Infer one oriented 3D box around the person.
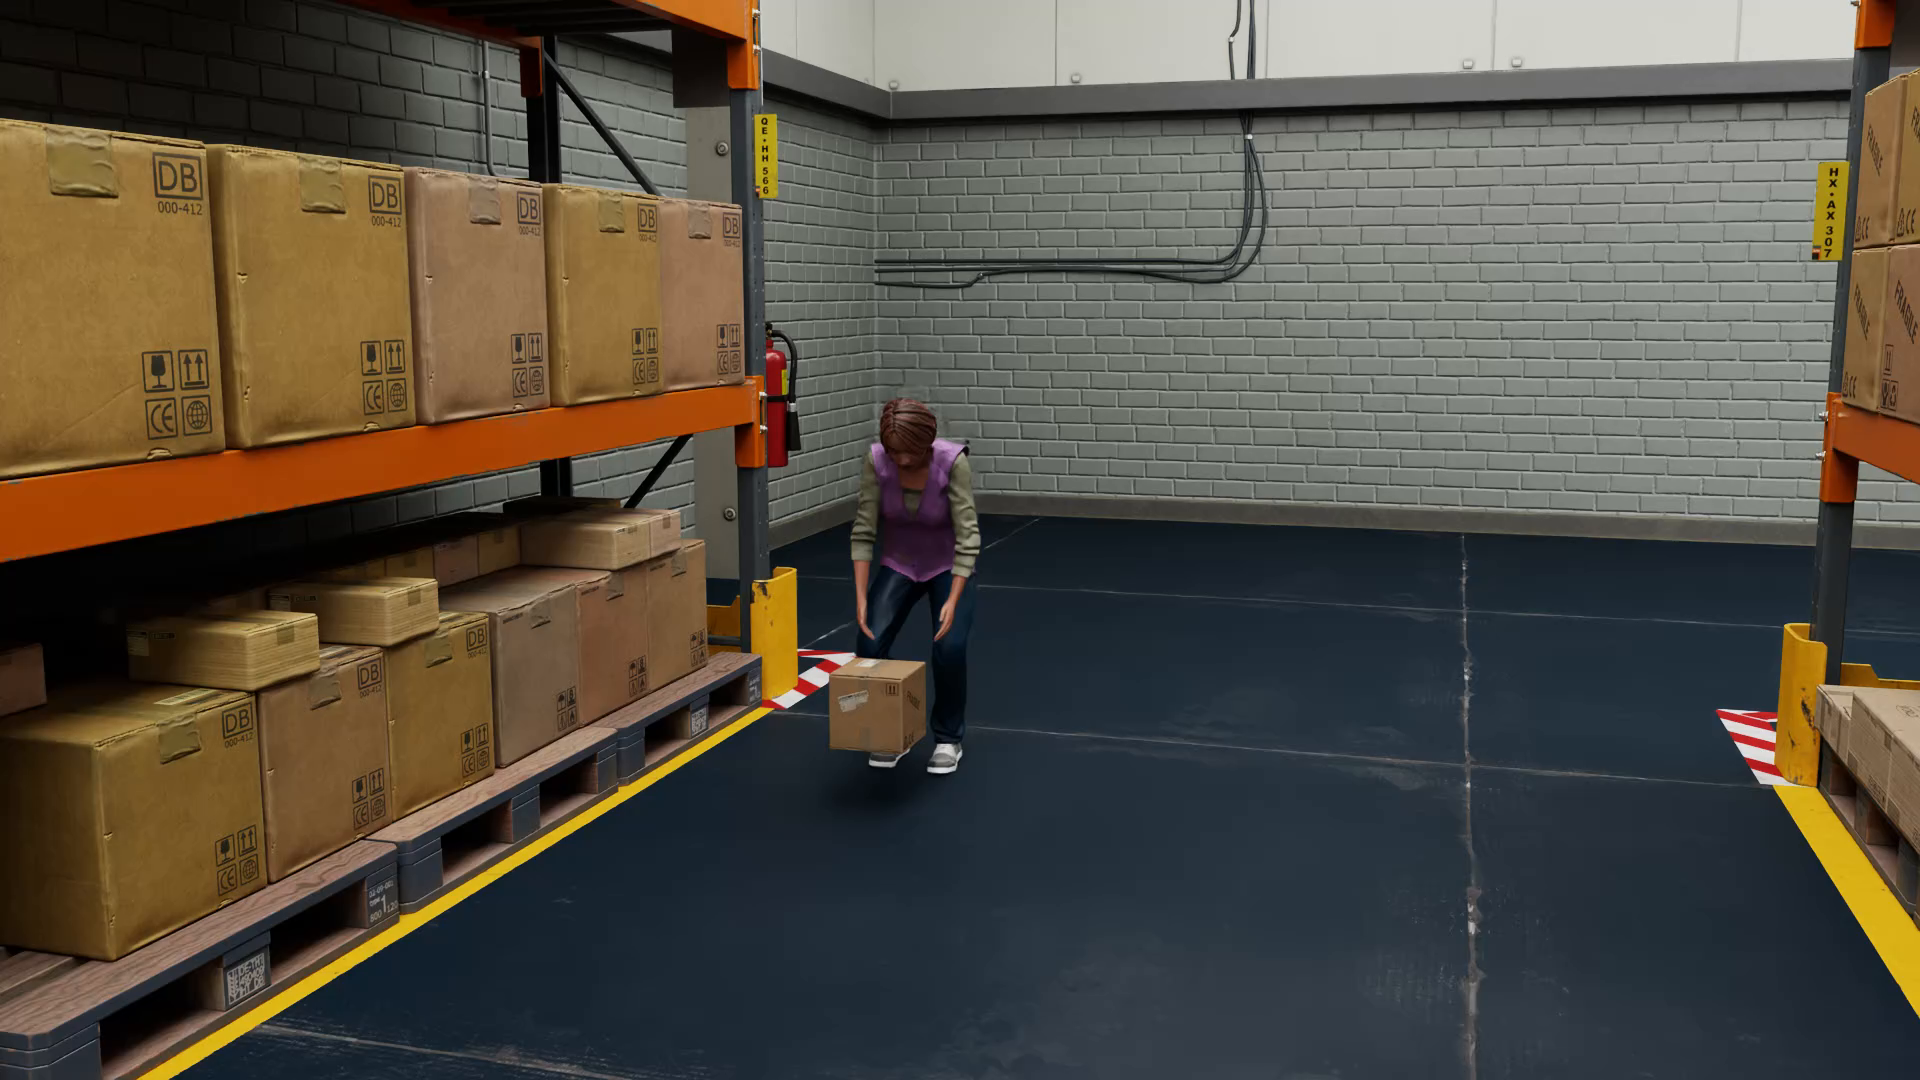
[{"bbox_3d":[-0.126,0.153,5.798,0.462,1.325,0.639,3,9,16],"label":"person"}]
